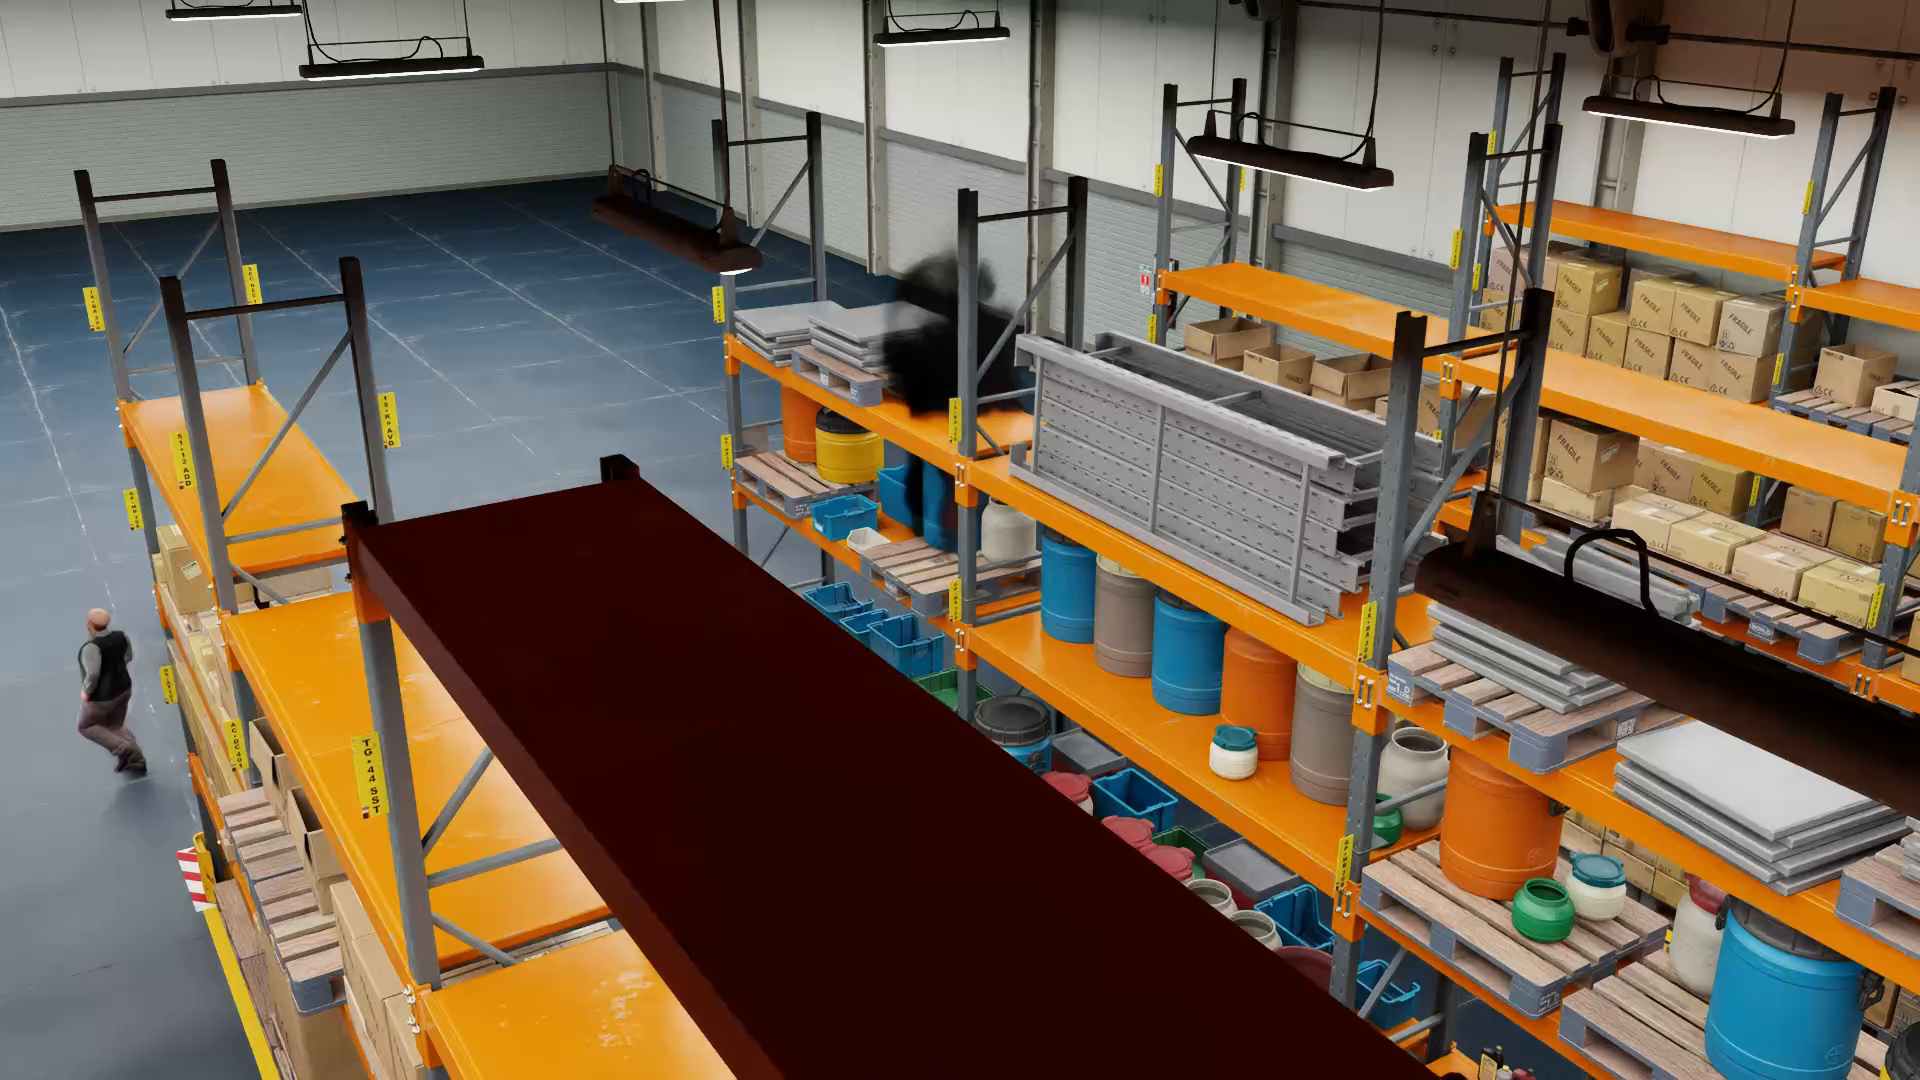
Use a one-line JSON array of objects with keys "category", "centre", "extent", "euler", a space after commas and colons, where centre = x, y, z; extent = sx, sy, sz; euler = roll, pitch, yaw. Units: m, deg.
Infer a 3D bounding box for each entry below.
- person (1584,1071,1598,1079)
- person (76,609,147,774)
[{"category": "person", "centre": [4.292, 3.377, 10.807], "extent": [0.625, 1.688, 0.649], "euler": [-10, 24, -23]}, {"category": "person", "centre": [-8.015, 1.429, 15.574], "extent": [0.551, 1.680, 0.672], "euler": [6, 23, 14]}]
